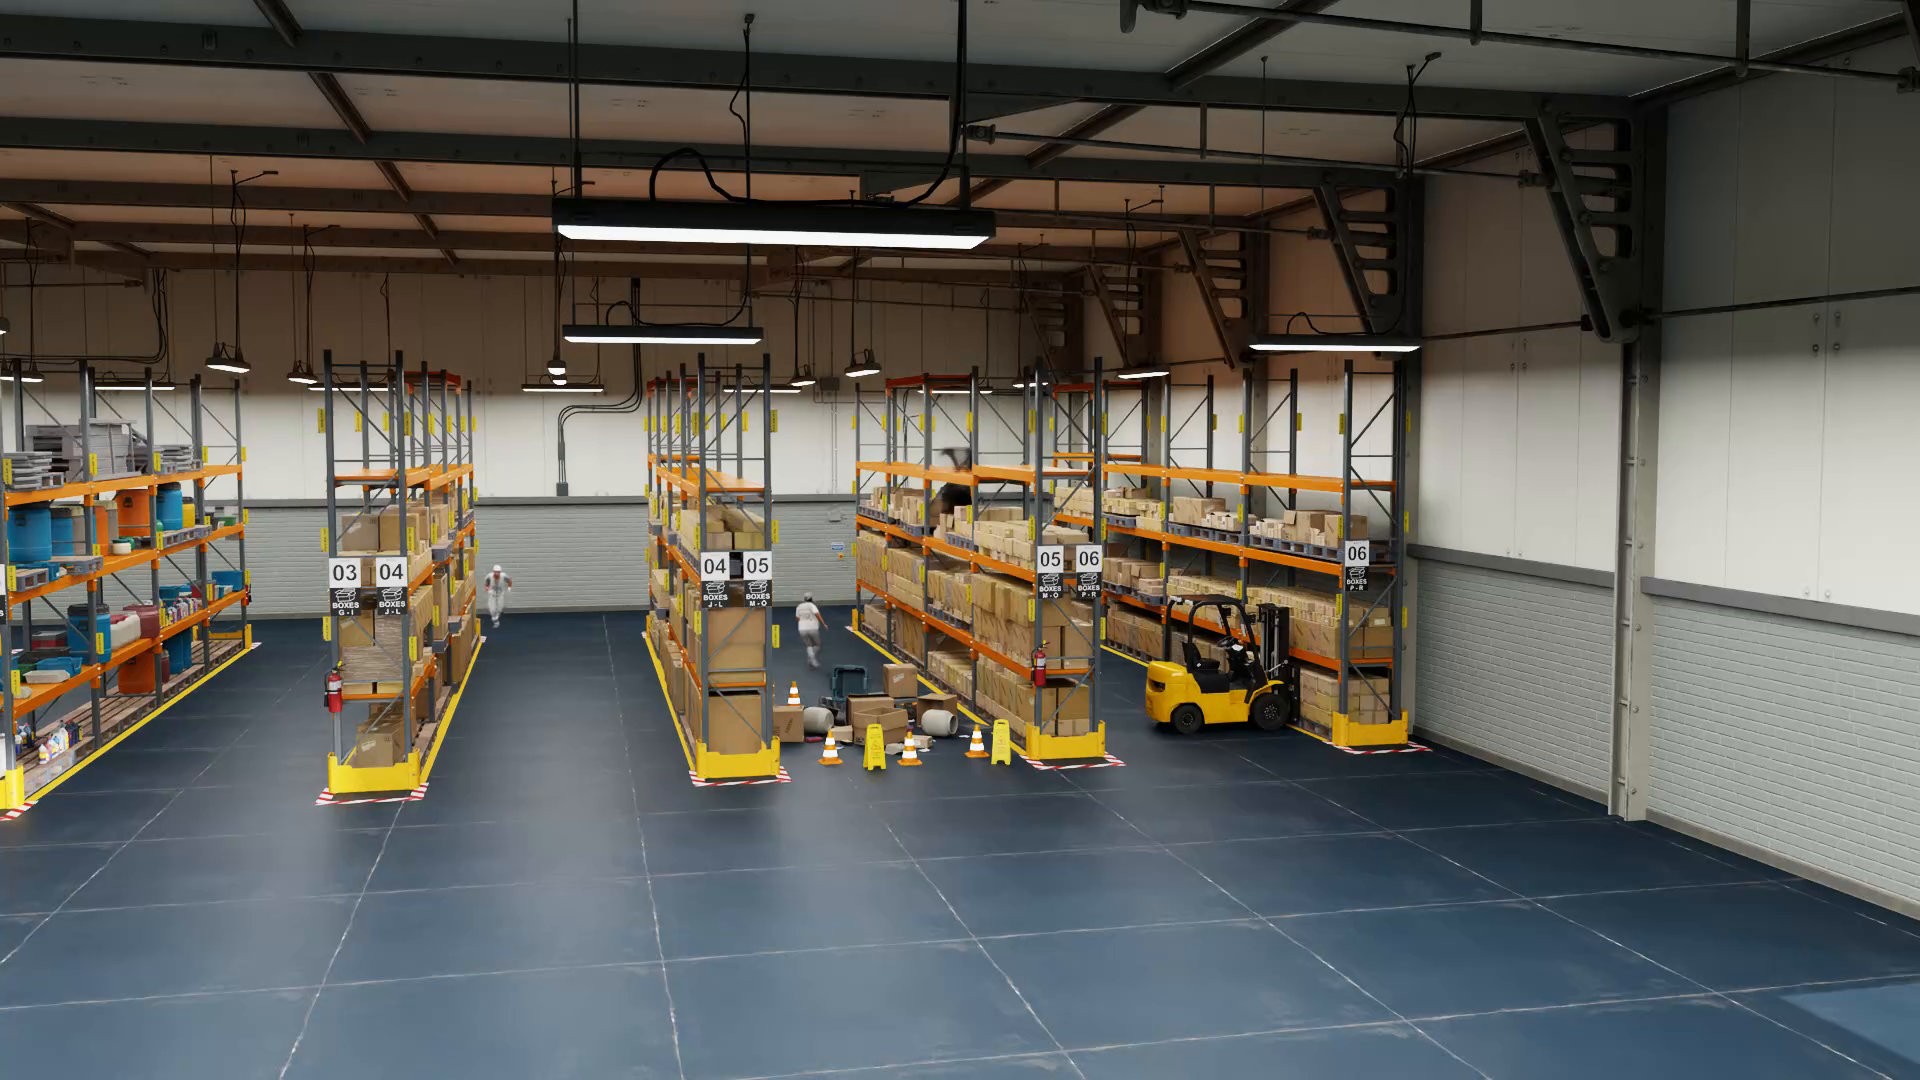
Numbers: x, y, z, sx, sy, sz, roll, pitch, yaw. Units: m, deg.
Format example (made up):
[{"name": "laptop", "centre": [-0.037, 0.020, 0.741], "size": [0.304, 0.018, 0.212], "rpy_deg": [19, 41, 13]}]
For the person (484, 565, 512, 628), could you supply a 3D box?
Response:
[{"name": "person", "centre": [-11.321, 1.380, 40.779], "size": [0.683, 1.587, 0.867], "rpy_deg": [-1, 4, -18]}]

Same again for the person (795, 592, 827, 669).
[{"name": "person", "centre": [-3.067, 1.875, 34.015], "size": [0.717, 1.601, 0.630], "rpy_deg": [1, 4, 13]}]
